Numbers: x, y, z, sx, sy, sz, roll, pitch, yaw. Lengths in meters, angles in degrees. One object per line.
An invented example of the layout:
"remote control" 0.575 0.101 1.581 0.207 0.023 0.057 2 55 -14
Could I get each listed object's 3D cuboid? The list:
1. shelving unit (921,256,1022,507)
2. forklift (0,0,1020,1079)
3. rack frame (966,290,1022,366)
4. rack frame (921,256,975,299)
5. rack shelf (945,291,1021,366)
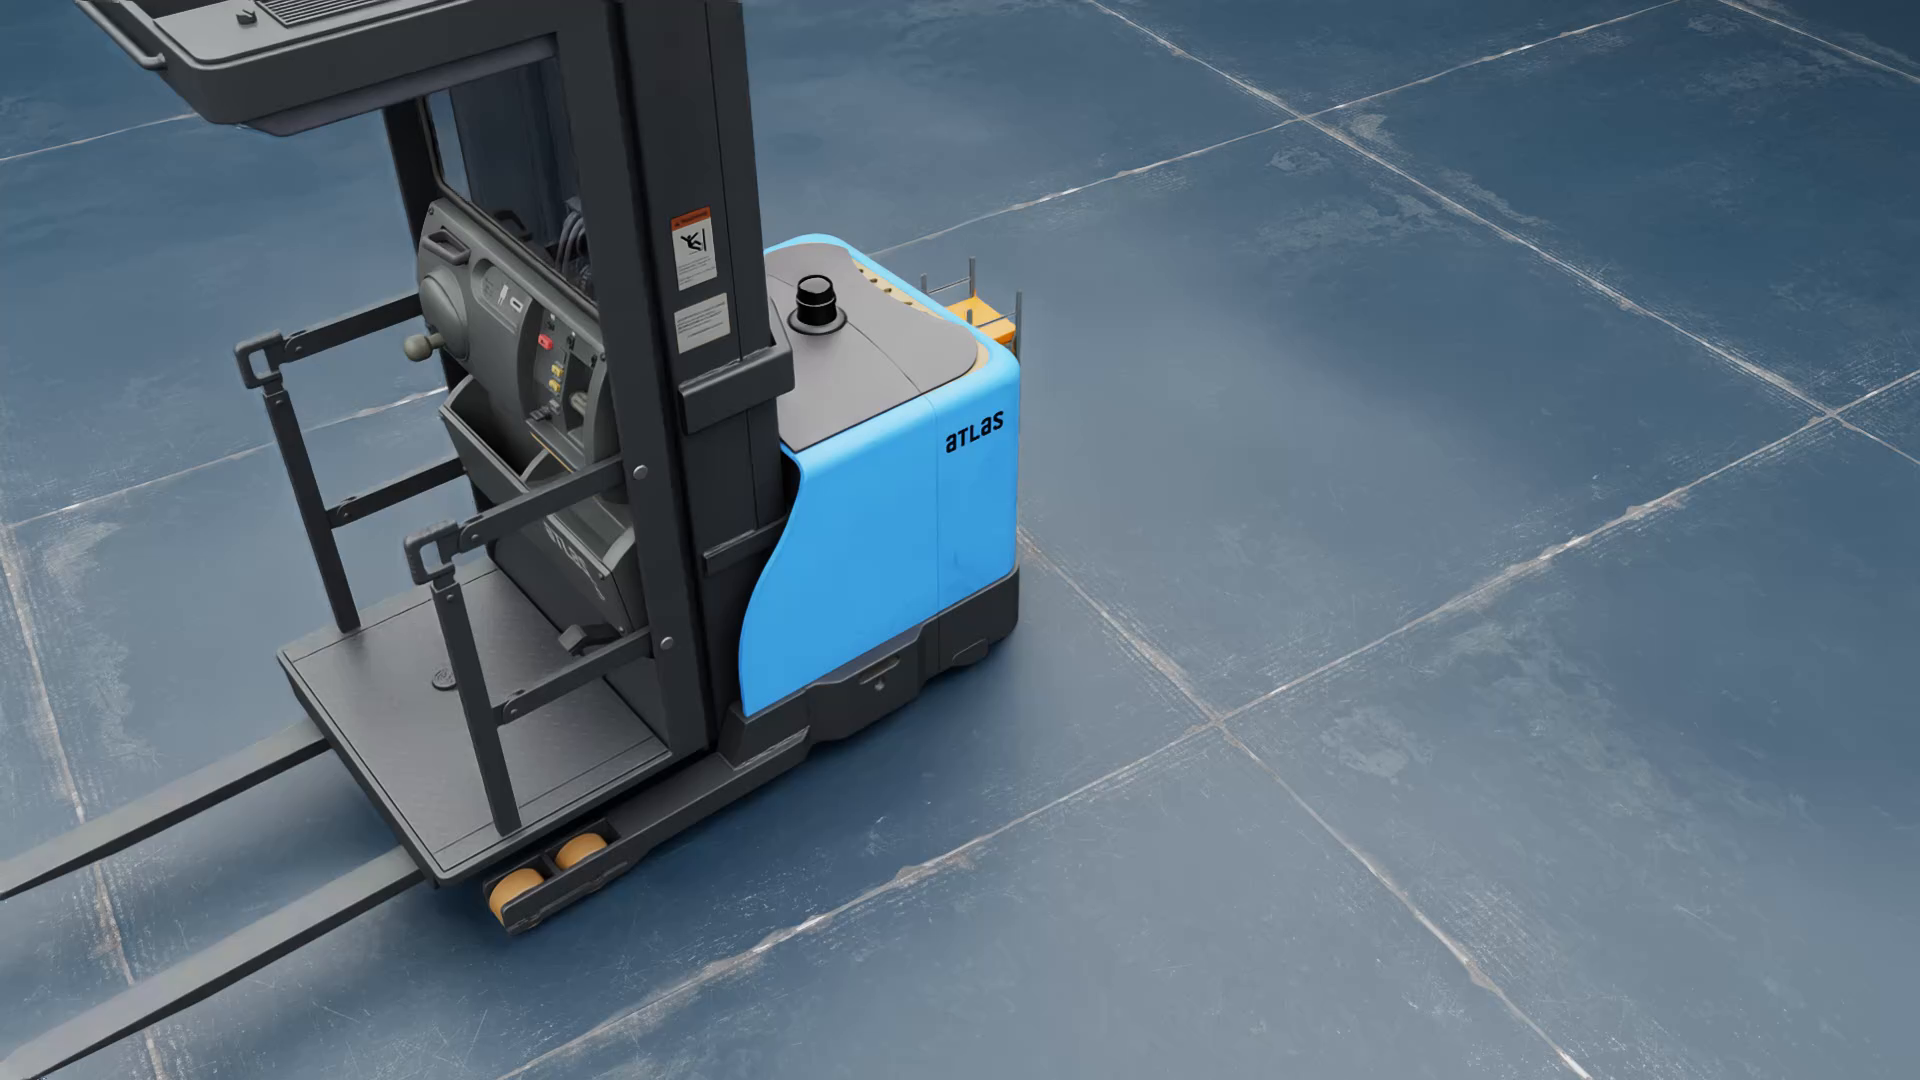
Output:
"shelving unit" 0.033 -0.377 5.383 0.215 1.050 0.252 -24 45 -26
"forklift" -1.274 -0.458 4.009 3.031 2.935 1.130 -28 47 -29
"rack frame" 0.103 -0.313 5.306 0.200 1.050 0.008 -24 45 -26
"rack frame" -0.036 -0.442 5.460 0.200 1.050 0.008 -24 45 -26
"rack shelf" 0.033 -0.587 5.208 0.215 0.259 0.240 -24 45 -26
